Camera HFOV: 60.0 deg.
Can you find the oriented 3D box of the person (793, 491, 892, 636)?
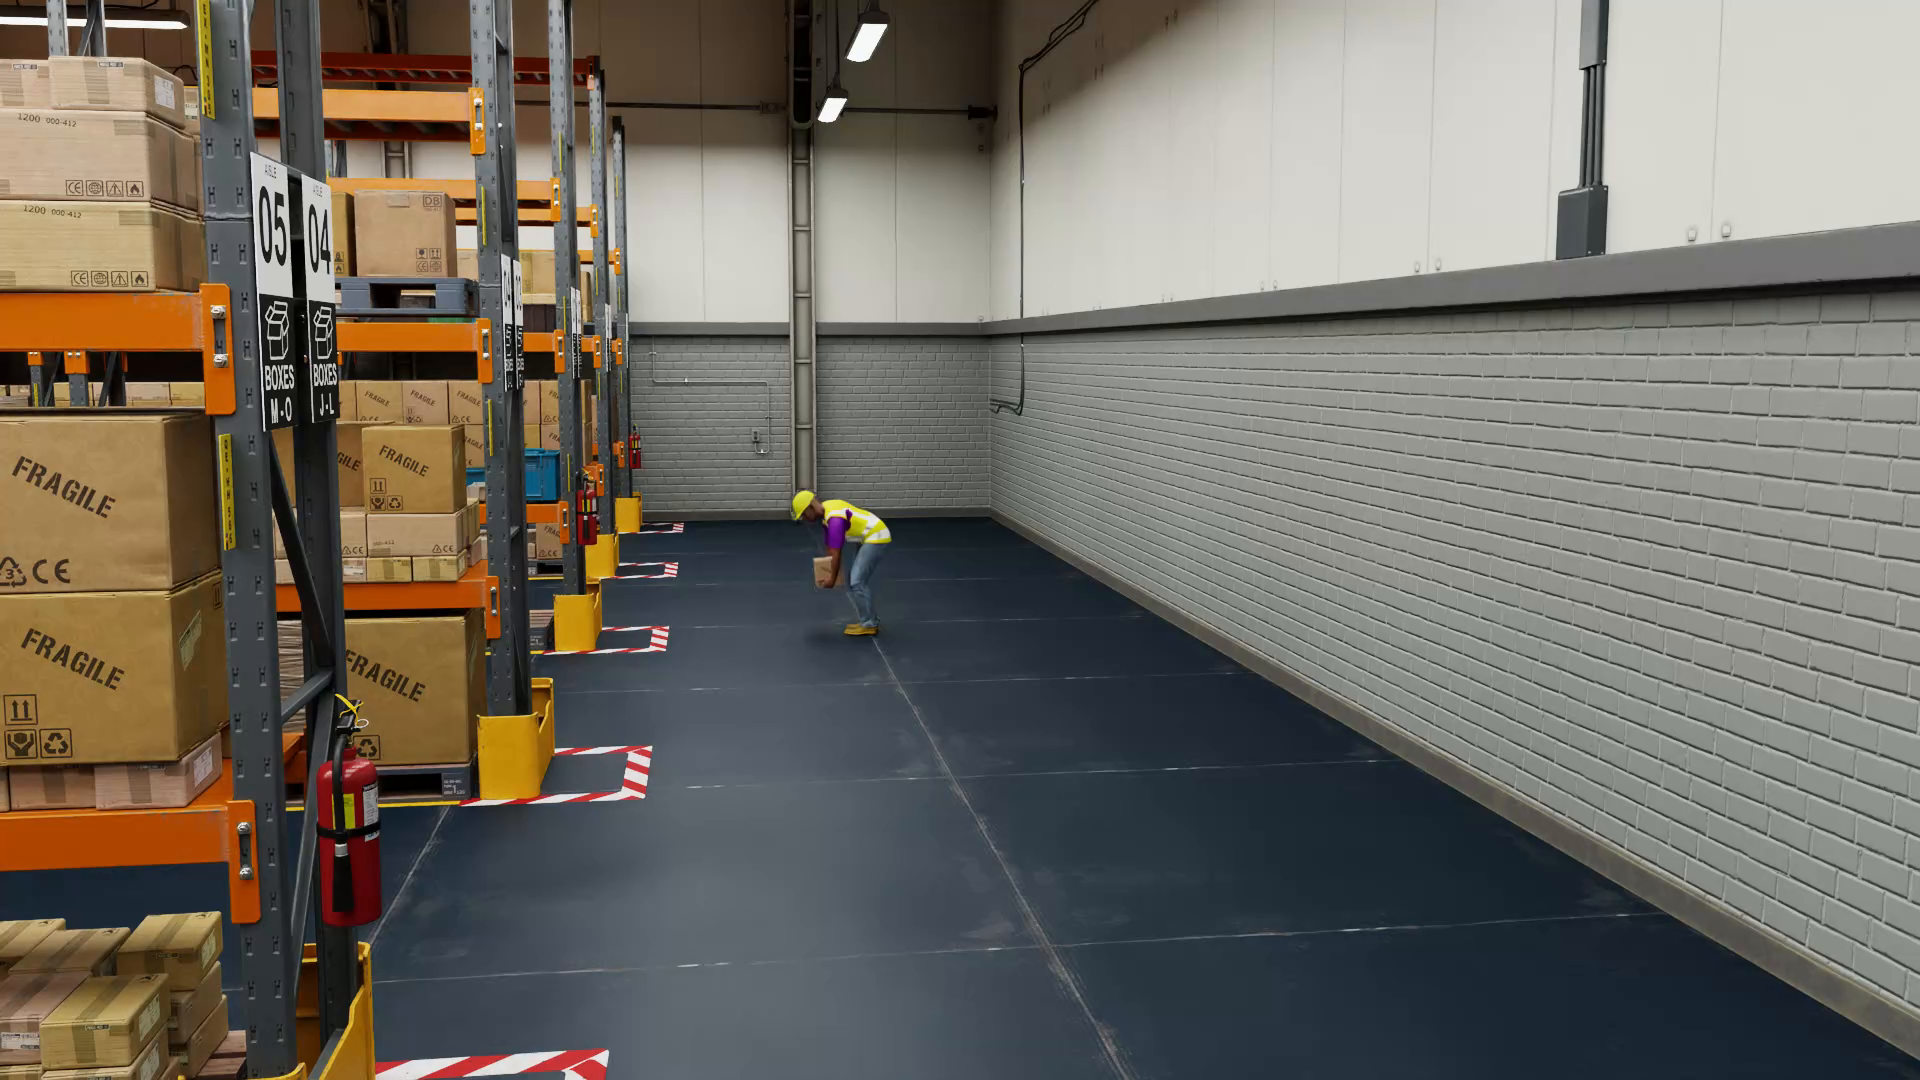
[{"bbox_3d":[-1.103,0.210,15.567,0.918,1.355,0.474,-1,7,-10],"label":"person"}]
